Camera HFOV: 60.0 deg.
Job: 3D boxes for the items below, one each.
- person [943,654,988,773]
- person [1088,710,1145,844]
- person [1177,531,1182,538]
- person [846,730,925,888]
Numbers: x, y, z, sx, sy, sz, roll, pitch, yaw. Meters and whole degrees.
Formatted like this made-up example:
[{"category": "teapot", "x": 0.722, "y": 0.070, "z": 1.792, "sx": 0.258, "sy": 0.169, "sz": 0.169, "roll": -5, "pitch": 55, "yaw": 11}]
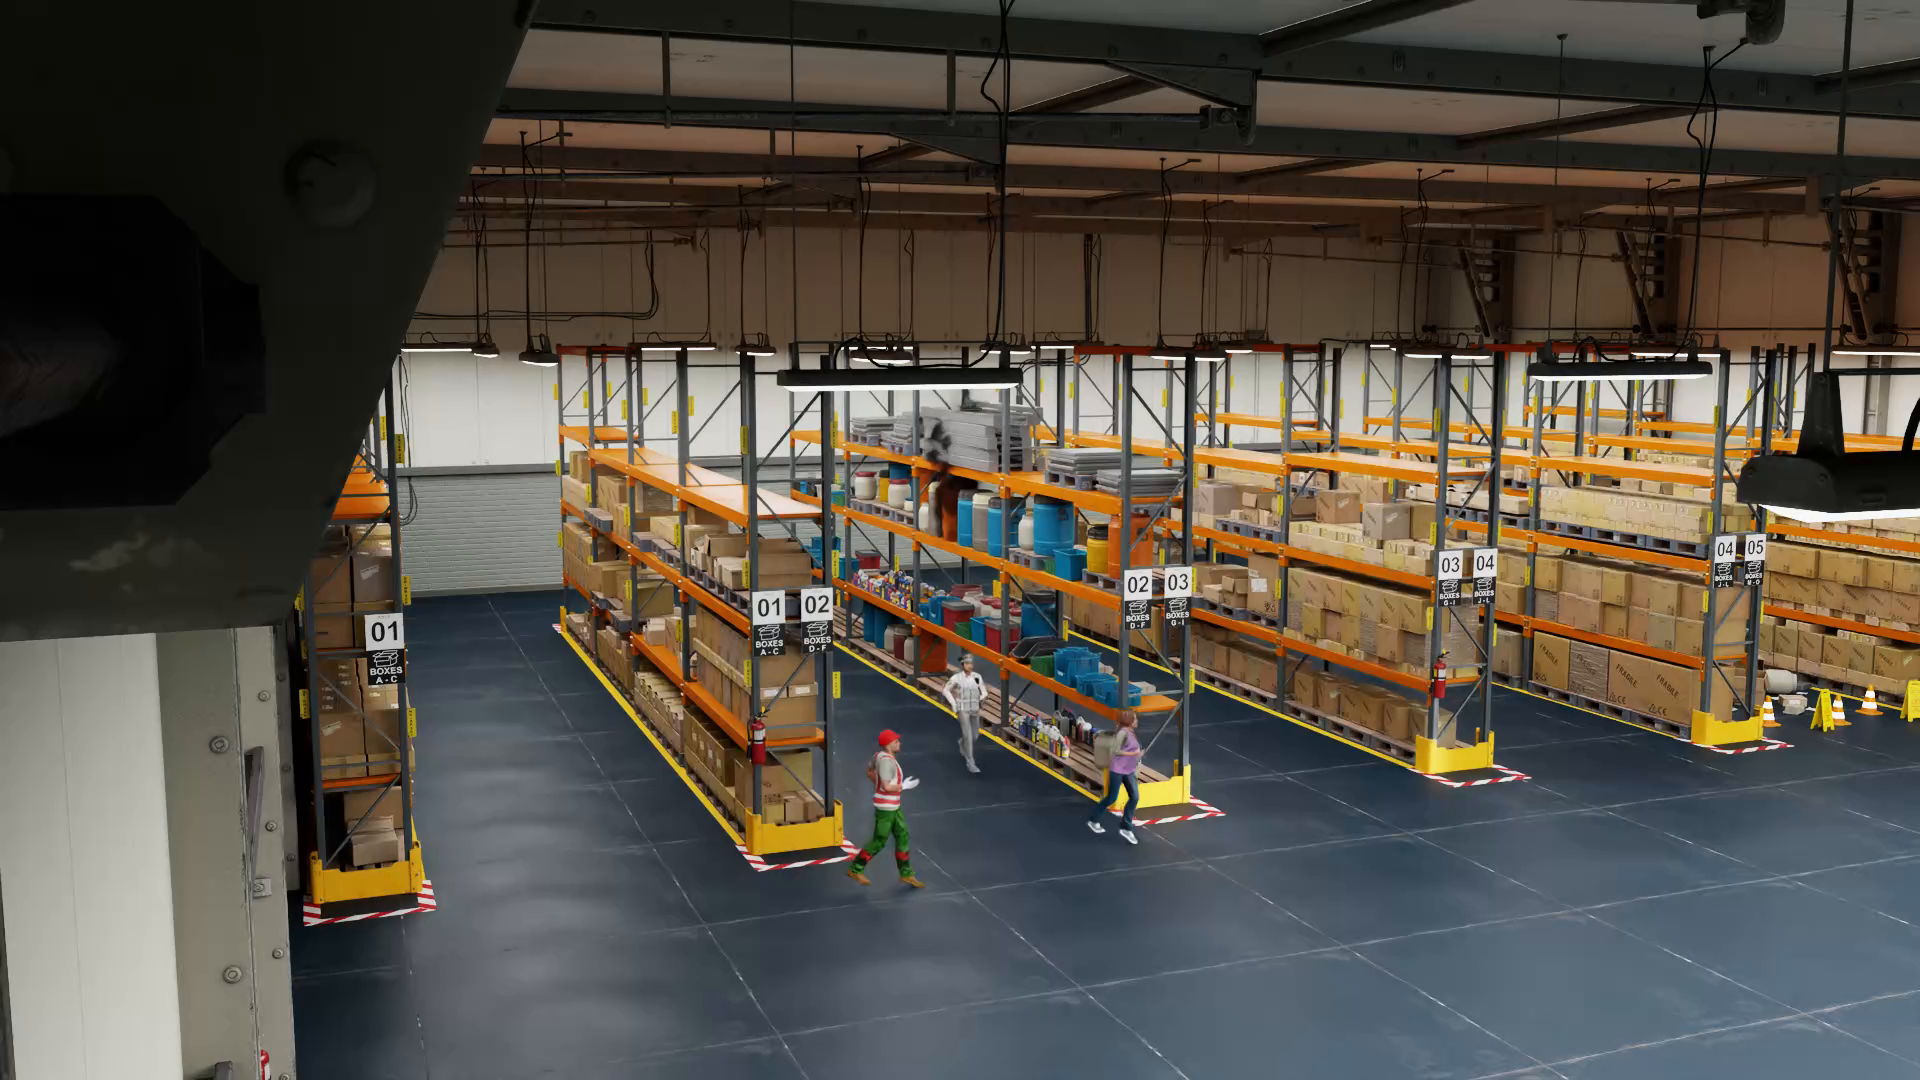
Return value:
[{"category": "person", "x": 0.082, "y": 2.456, "z": 23.985, "sx": 0.586, "sy": 1.667, "sz": 0.848, "roll": -3, "pitch": 8, "yaw": -23}, {"category": "person", "x": 2.014, "y": 2.919, "z": 20.800, "sx": 0.693, "sy": 1.605, "sz": 0.563, "roll": 5, "pitch": 9, "yaw": 36}, {"category": "person", "x": 5.579, "y": 0.265, "z": 41.591, "sx": 0.831, "sy": 1.589, "sz": 0.620, "roll": -5, "pitch": 9, "yaw": -32}, {"category": "person", "x": -0.842, "y": 3.054, "z": 18.846, "sx": 0.891, "sy": 1.830, "sz": 0.658, "roll": 0, "pitch": 7, "yaw": 1}]
